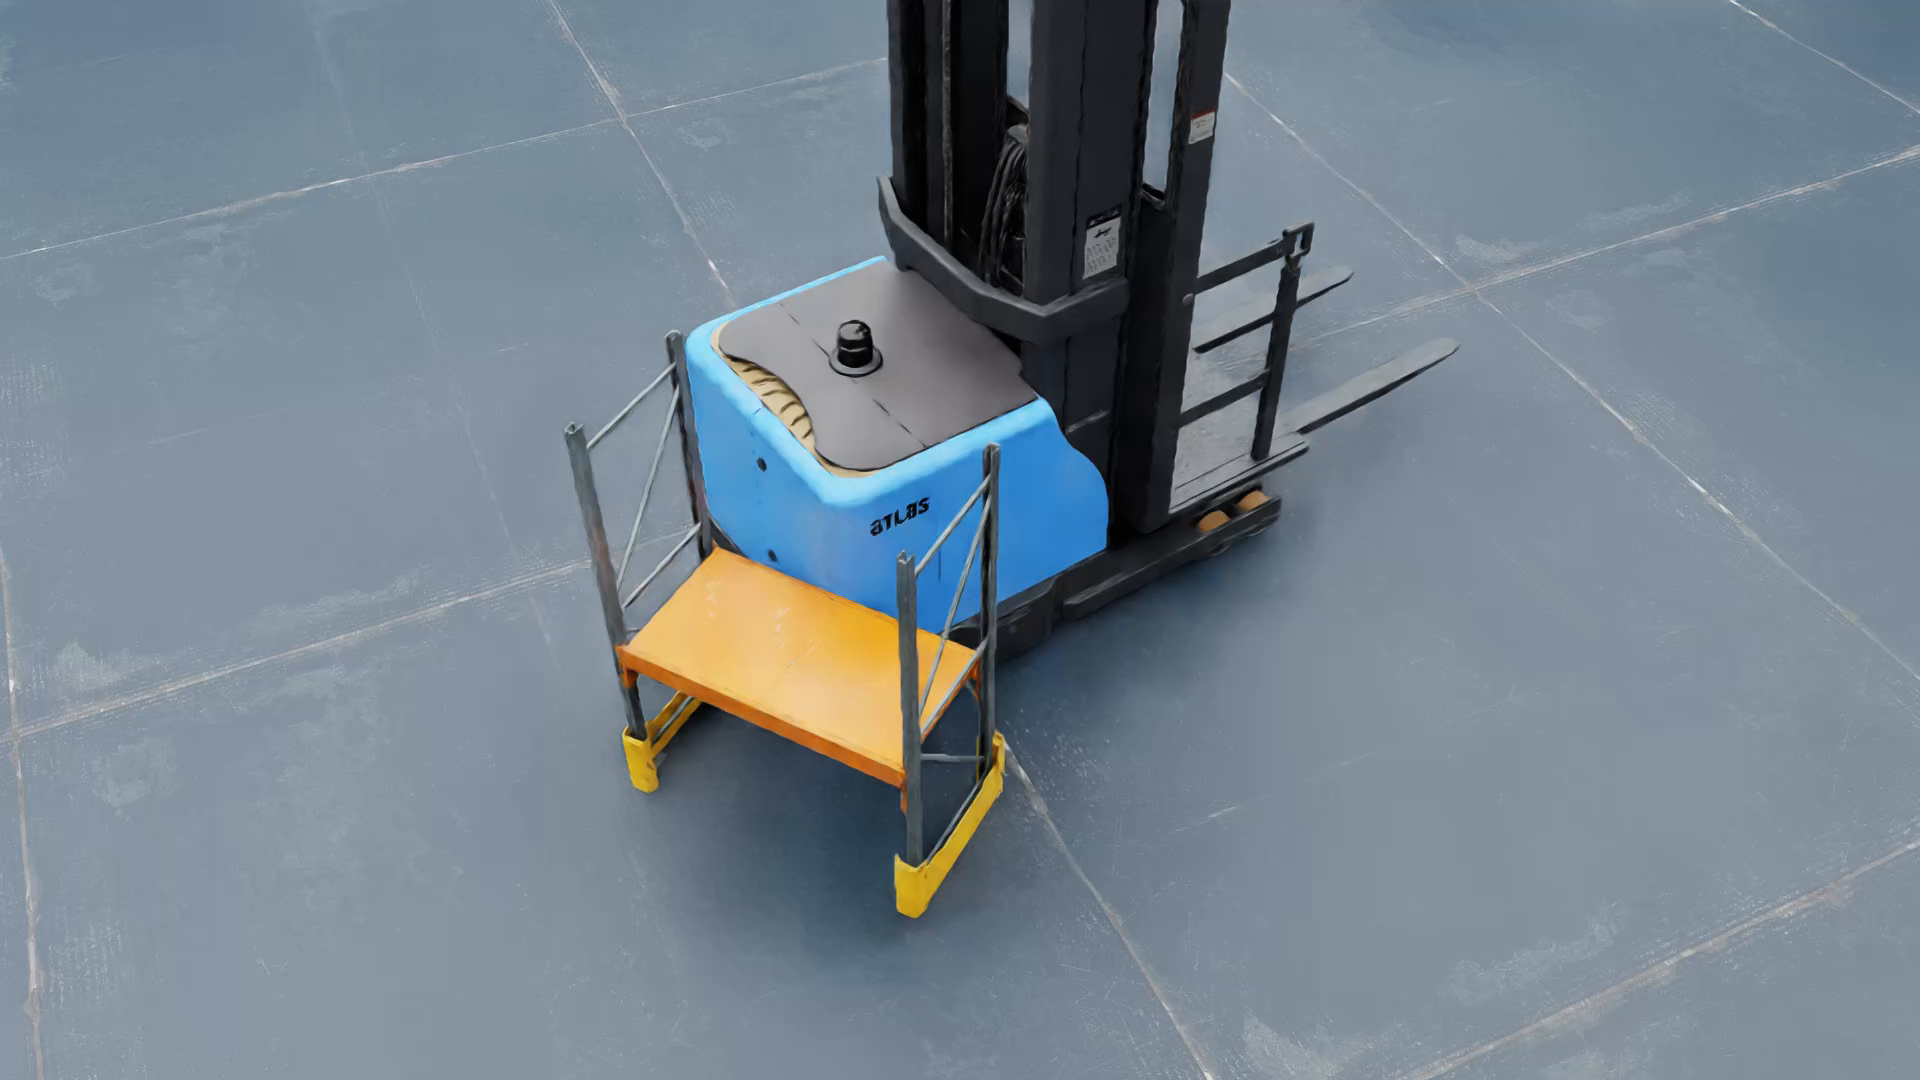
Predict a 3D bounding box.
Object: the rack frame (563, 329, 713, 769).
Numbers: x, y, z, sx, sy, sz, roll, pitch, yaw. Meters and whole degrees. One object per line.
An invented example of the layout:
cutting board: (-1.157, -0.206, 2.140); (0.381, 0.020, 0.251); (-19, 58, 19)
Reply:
rack frame: (-0.920, 0.094, 5.087); (0.032, 1.500, 0.500); (21, 48, 20)

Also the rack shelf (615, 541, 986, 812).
rack shelf: (-0.473, 0.391, 5.042); (1.000, 0.185, 0.538); (21, 48, 20)

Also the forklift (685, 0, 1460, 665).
forklift: (0.591, -1.267, 5.448); (3.031, 2.935, 1.130); (-26, 50, -24)

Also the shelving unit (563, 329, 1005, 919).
shelving unit: (-0.465, 0.266, 4.912); (1.083, 1.500, 0.587); (21, 48, 20)

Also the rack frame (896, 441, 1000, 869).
rack frame: (-0.026, 0.433, 4.743); (0.032, 1.500, 0.500); (21, 48, 20)

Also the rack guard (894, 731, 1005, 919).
rack guard: (-0.027, 0.878, 5.183); (0.087, 0.250, 0.587); (21, 48, 20)

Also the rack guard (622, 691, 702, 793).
rack guard: (-0.903, 0.545, 5.520); (0.087, 0.250, 0.587); (21, 48, 20)
